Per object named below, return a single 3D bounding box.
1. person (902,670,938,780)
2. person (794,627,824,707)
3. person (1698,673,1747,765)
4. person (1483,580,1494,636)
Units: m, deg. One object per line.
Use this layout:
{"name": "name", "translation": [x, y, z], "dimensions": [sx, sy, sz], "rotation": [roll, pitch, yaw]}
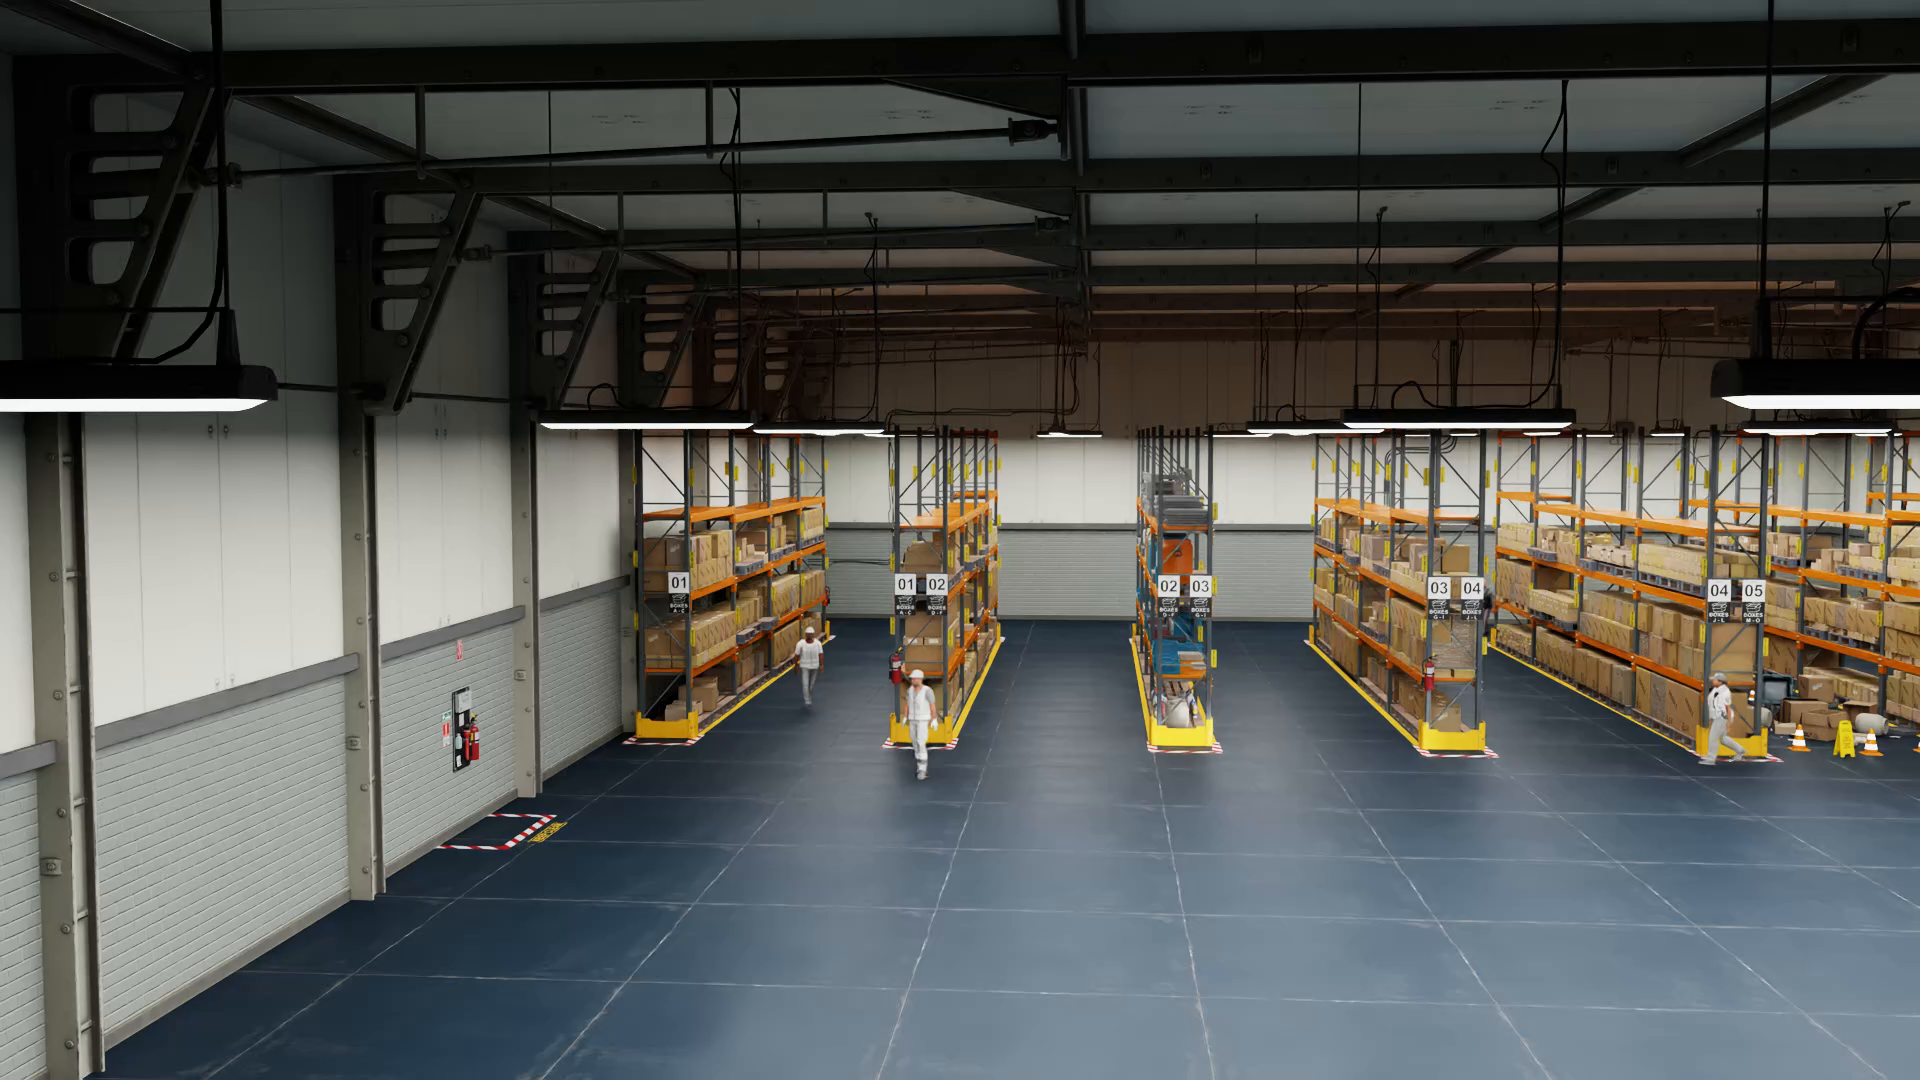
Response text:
{"name": "person", "translation": [-0.742, 3.123, 28.387], "dimensions": [0.628, 1.791, 0.638], "rotation": [2, 4, 35]}
{"name": "person", "translation": [-3.189, 2.706, 35.507], "dimensions": [0.590, 1.699, 1.082], "rotation": [-2, 4, -24]}
{"name": "person", "translation": [13.443, 3.138, 29.273], "dimensions": [0.916, 1.623, 0.496], "rotation": [0, 3, 1]}
{"name": "person", "translation": [15.128, 1.980, 48.065], "dimensions": [0.578, 1.656, 1.098], "rotation": [3, 4, 40]}
